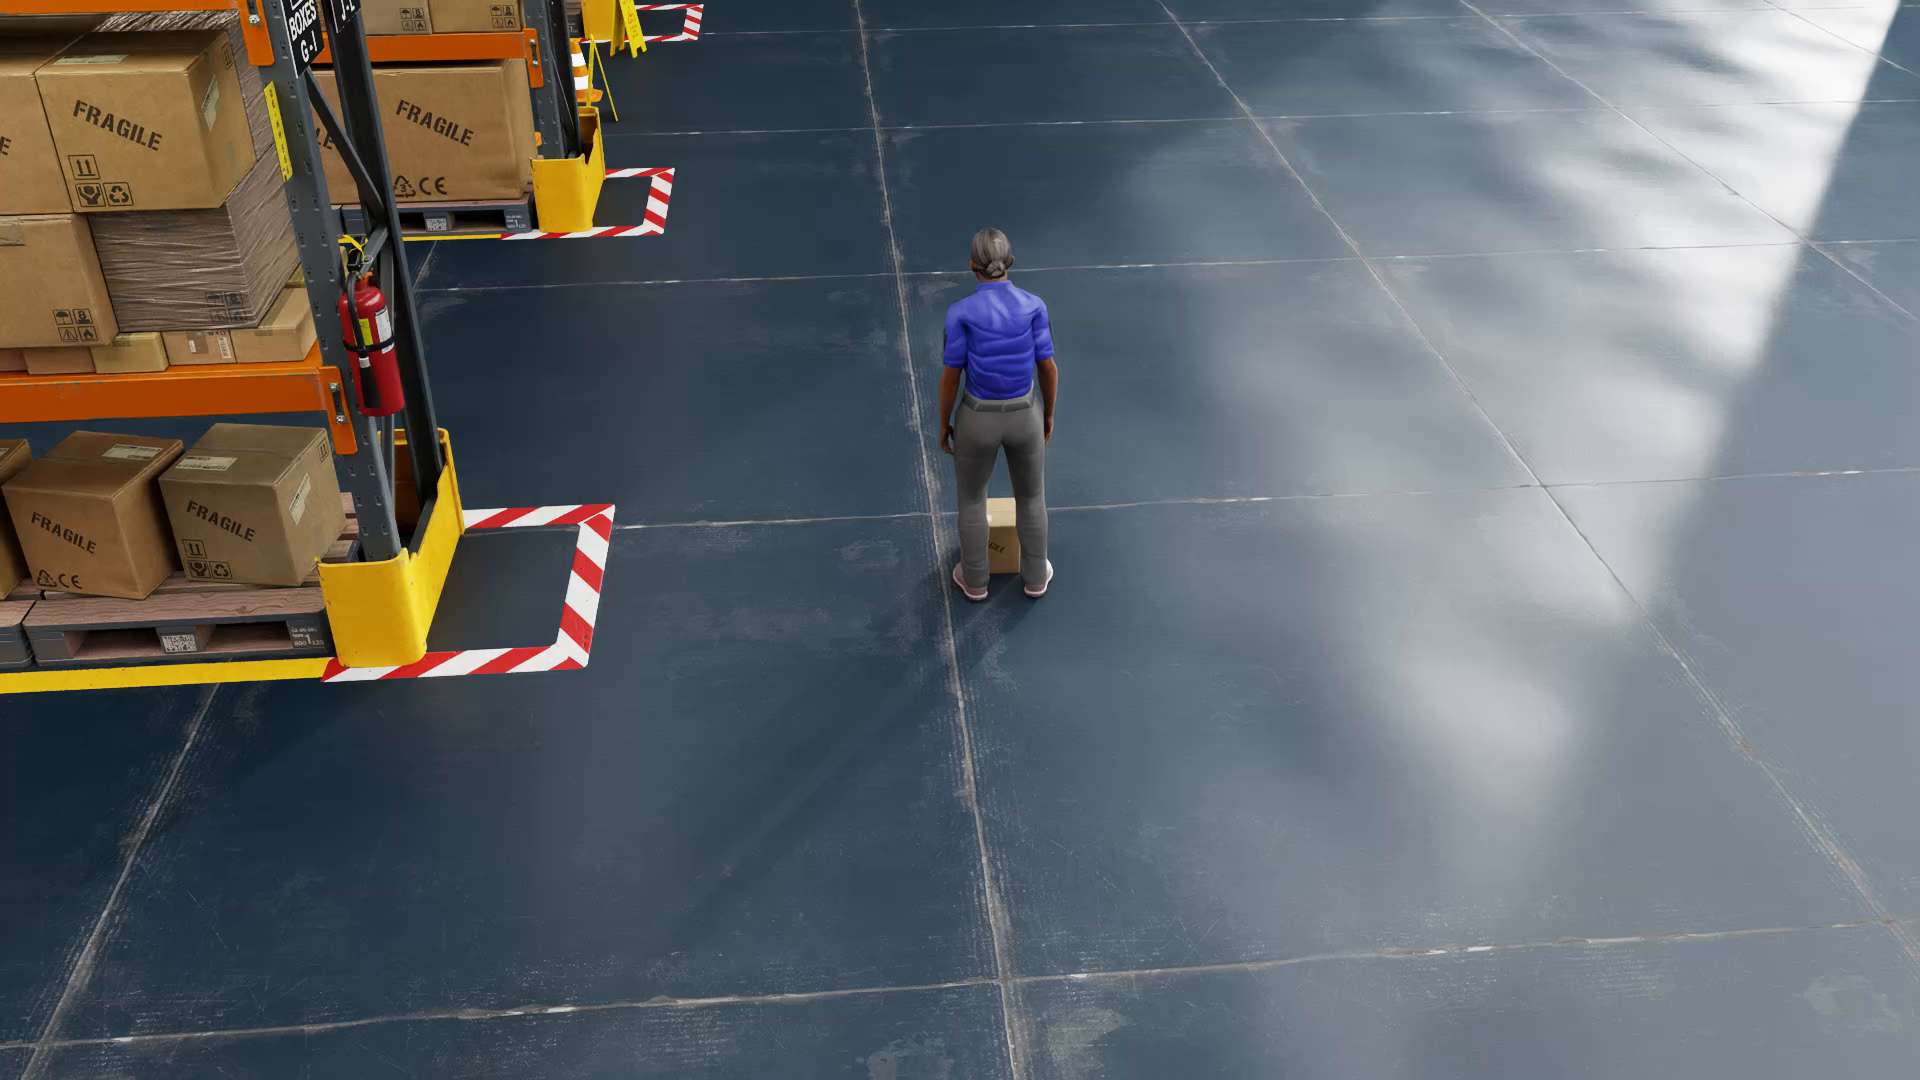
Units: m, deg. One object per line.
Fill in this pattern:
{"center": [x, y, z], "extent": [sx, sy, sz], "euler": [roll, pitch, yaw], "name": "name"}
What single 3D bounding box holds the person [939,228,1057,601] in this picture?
{"center": [0.168, -0.491, 6.961], "extent": [0.527, 1.639, 0.355], "euler": [-5, 32, -8], "name": "person"}
